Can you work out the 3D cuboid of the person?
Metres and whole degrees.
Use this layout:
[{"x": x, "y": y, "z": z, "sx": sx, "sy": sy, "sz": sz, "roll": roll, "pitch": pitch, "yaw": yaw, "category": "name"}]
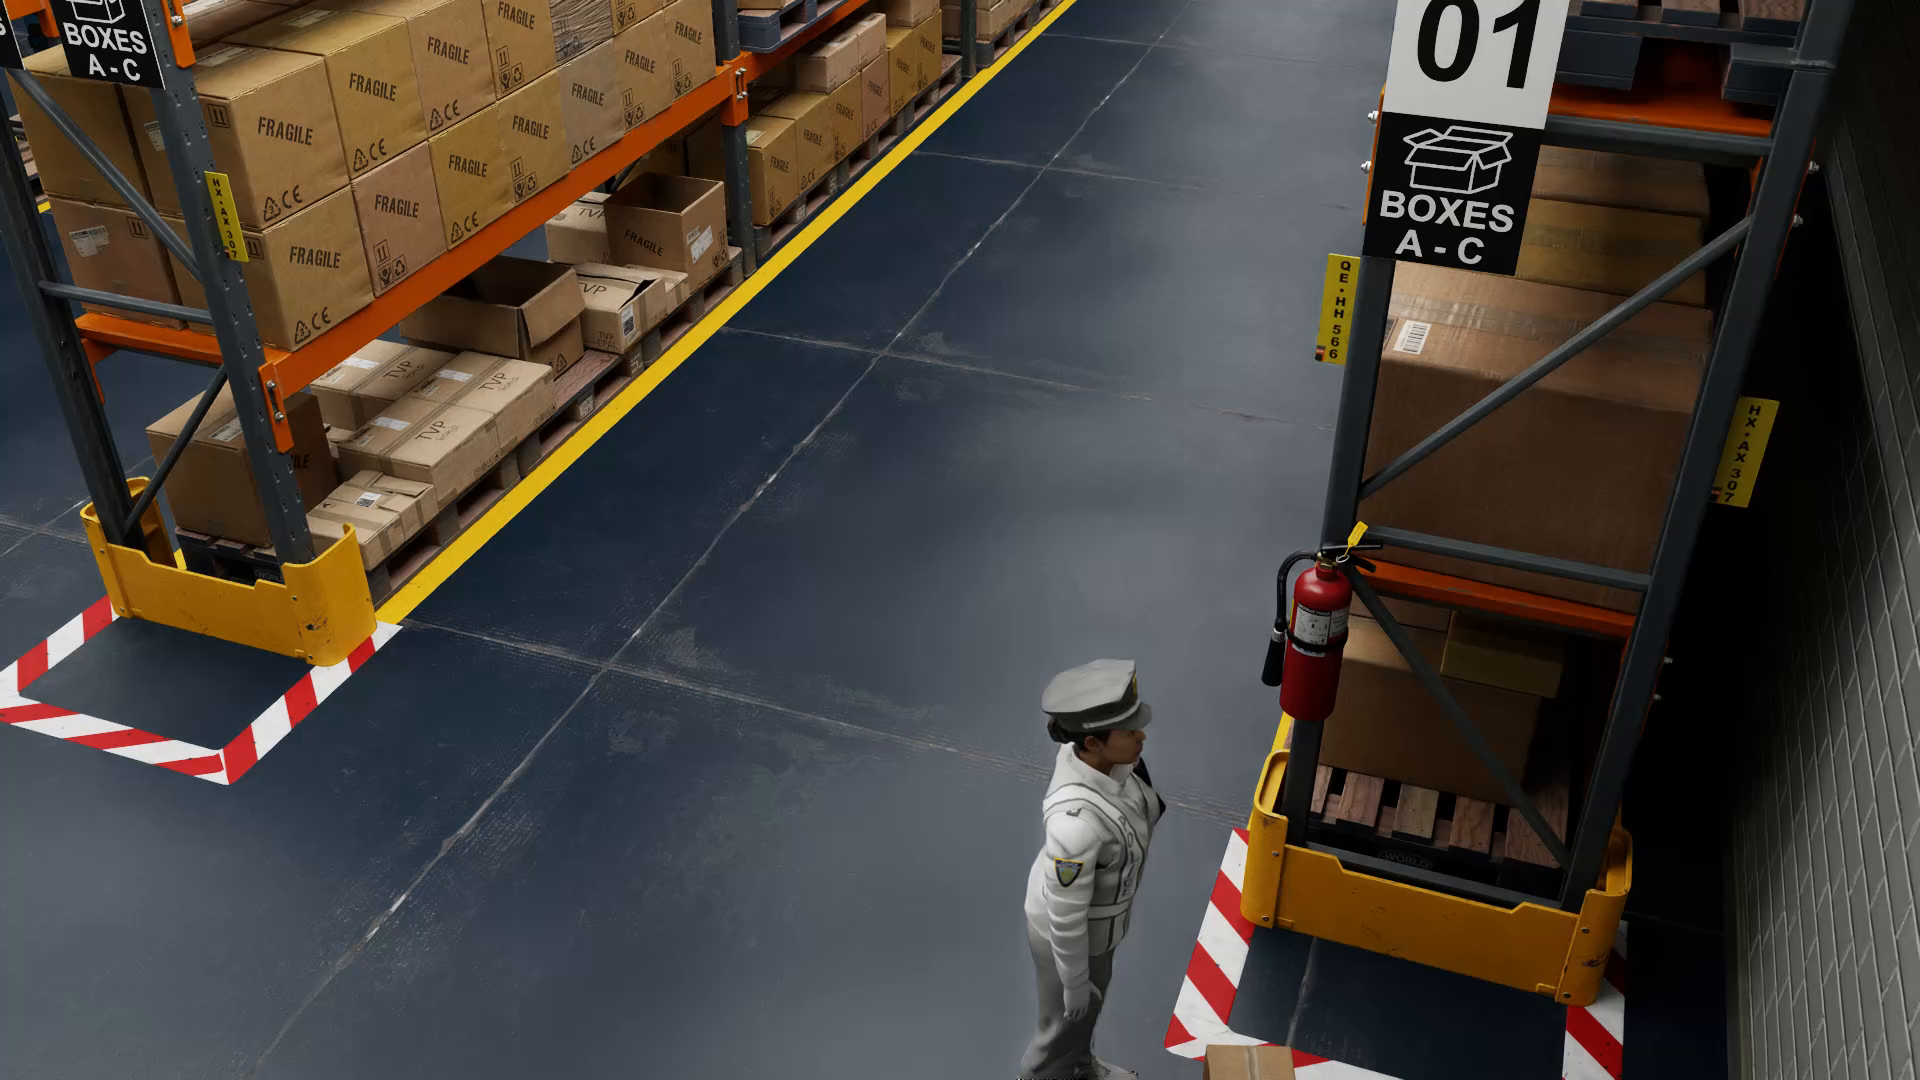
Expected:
[{"x": 0.354, "y": 1.026, "z": 4.525, "sx": 0.355, "sy": 1.695, "sz": 0.534, "roll": 7, "pitch": 34, "yaw": 10, "category": "person"}]
